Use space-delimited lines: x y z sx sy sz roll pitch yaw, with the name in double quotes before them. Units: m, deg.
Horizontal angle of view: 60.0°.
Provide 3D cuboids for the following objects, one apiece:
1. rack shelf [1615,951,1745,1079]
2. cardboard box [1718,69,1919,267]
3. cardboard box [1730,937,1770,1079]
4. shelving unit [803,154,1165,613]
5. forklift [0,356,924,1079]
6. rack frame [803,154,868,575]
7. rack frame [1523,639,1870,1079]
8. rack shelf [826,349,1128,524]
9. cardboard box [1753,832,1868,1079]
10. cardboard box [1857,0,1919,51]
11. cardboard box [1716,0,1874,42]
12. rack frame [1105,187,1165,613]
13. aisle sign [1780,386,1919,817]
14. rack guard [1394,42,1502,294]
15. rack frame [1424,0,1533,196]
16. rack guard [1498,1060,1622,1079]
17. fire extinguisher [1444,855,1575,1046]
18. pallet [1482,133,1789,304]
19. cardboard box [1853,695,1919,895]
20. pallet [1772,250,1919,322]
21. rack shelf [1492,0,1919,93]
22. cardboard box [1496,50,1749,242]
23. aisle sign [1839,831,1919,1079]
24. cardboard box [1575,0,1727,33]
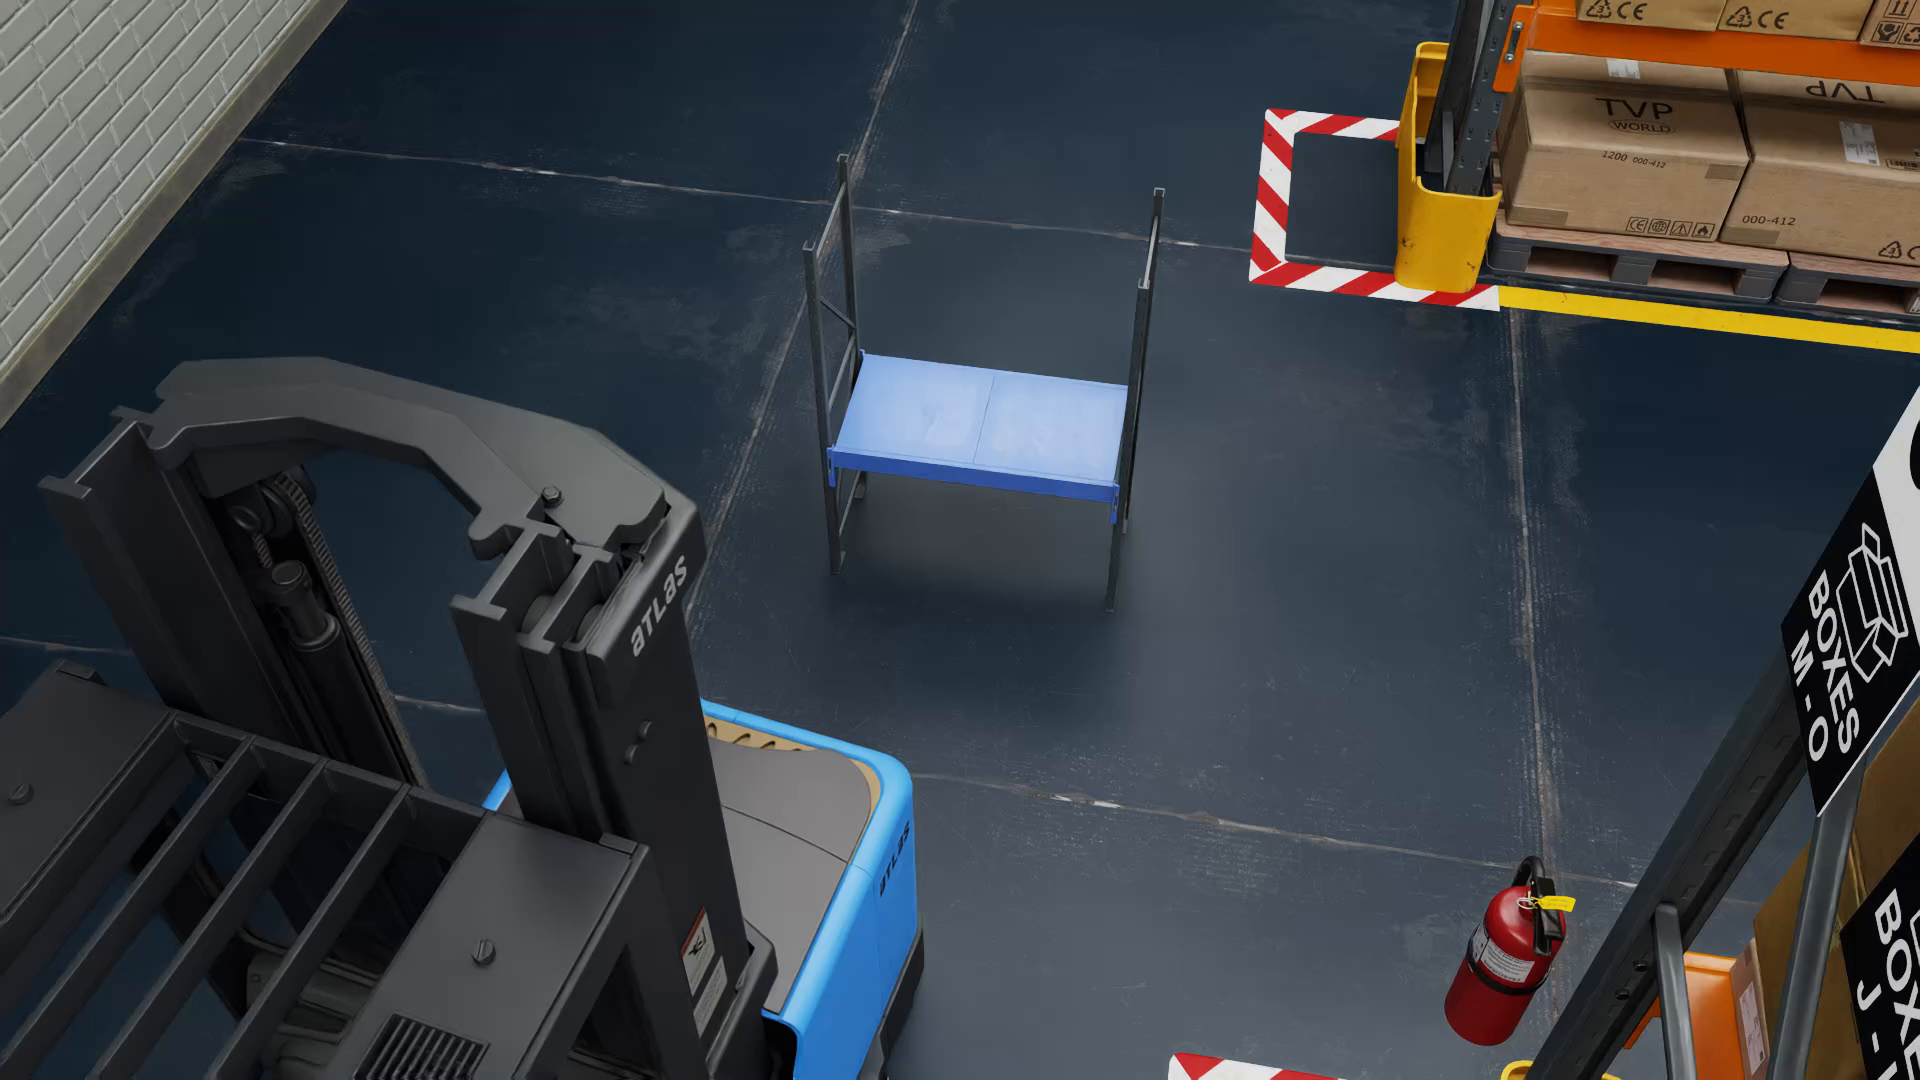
"rack shelf" 3.375 1.632 3.250 4.000 0.370 1.077 8 49 7
"cardboard box" 3.757 -1.664 7.169 0.875 0.438 0.875 9 49 8
"cardboard box" 1.778 1.048 3.461 0.250 0.149 0.380 8 49 7
"shelving unit" 0.084 -0.490 5.682 1.048 1.500 0.538 8 49 7
"forklift" -1.076 1.227 3.177 1.130 2.935 3.031 15 50 13
"rack frame" -0.416 -0.557 5.742 0.032 1.500 0.500 8 49 7
"rack frame" 1.406 1.130 3.218 0.053 2.616 0.949 8 49 7
"rack shelf" 0.084 -0.370 5.816 1.000 0.185 0.538 8 49 7
"cardboard box" 1.895 0.866 3.188 0.500 0.500 0.500 9 49 8
"cardboard box" 3.609 -2.142 6.091 0.500 0.500 0.500 7 48 7
"cardboard box" 3.112 -2.222 6.163 0.500 0.500 0.500 7 48 6
"rack frame" 0.584 -0.423 5.622 0.032 1.500 0.500 8 49 7
"aisle sign" 1.388 0.029 2.459 0.004 0.787 0.394 8 49 7
"rack guard" 2.164 -1.677 7.421 0.348 0.500 1.175 8 49 7
"rack frame" 2.188 -2.509 6.488 0.127 3.000 1.000 8 49 7
"rack guard" 1.481 1.973 4.141 0.348 0.500 1.175 8 49 7
"fire extinguisher" 1.241 0.907 3.721 0.183 0.674 0.296 8 49 7
"pallet" 2.988 -1.529 7.482 1.213 0.211 1.003 8 49 7
"cardboard box" 1.901 0.539 2.810 0.500 0.500 0.500 7 48 6
"pallet" 4.185 -1.366 7.335 1.213 0.211 1.003 8 49 7
"rack shelf" 4.156 -2.004 6.518 4.000 0.370 1.077 8 49 7
"cardboard box" 2.855 -1.779 7.272 0.875 0.438 0.875 6 48 6
"aisle sign" 1.281 0.468 2.065 0.004 0.787 0.394 8 49 7
"cardboard box" 2.609 -2.269 6.205 0.500 0.500 0.500 7 48 7
